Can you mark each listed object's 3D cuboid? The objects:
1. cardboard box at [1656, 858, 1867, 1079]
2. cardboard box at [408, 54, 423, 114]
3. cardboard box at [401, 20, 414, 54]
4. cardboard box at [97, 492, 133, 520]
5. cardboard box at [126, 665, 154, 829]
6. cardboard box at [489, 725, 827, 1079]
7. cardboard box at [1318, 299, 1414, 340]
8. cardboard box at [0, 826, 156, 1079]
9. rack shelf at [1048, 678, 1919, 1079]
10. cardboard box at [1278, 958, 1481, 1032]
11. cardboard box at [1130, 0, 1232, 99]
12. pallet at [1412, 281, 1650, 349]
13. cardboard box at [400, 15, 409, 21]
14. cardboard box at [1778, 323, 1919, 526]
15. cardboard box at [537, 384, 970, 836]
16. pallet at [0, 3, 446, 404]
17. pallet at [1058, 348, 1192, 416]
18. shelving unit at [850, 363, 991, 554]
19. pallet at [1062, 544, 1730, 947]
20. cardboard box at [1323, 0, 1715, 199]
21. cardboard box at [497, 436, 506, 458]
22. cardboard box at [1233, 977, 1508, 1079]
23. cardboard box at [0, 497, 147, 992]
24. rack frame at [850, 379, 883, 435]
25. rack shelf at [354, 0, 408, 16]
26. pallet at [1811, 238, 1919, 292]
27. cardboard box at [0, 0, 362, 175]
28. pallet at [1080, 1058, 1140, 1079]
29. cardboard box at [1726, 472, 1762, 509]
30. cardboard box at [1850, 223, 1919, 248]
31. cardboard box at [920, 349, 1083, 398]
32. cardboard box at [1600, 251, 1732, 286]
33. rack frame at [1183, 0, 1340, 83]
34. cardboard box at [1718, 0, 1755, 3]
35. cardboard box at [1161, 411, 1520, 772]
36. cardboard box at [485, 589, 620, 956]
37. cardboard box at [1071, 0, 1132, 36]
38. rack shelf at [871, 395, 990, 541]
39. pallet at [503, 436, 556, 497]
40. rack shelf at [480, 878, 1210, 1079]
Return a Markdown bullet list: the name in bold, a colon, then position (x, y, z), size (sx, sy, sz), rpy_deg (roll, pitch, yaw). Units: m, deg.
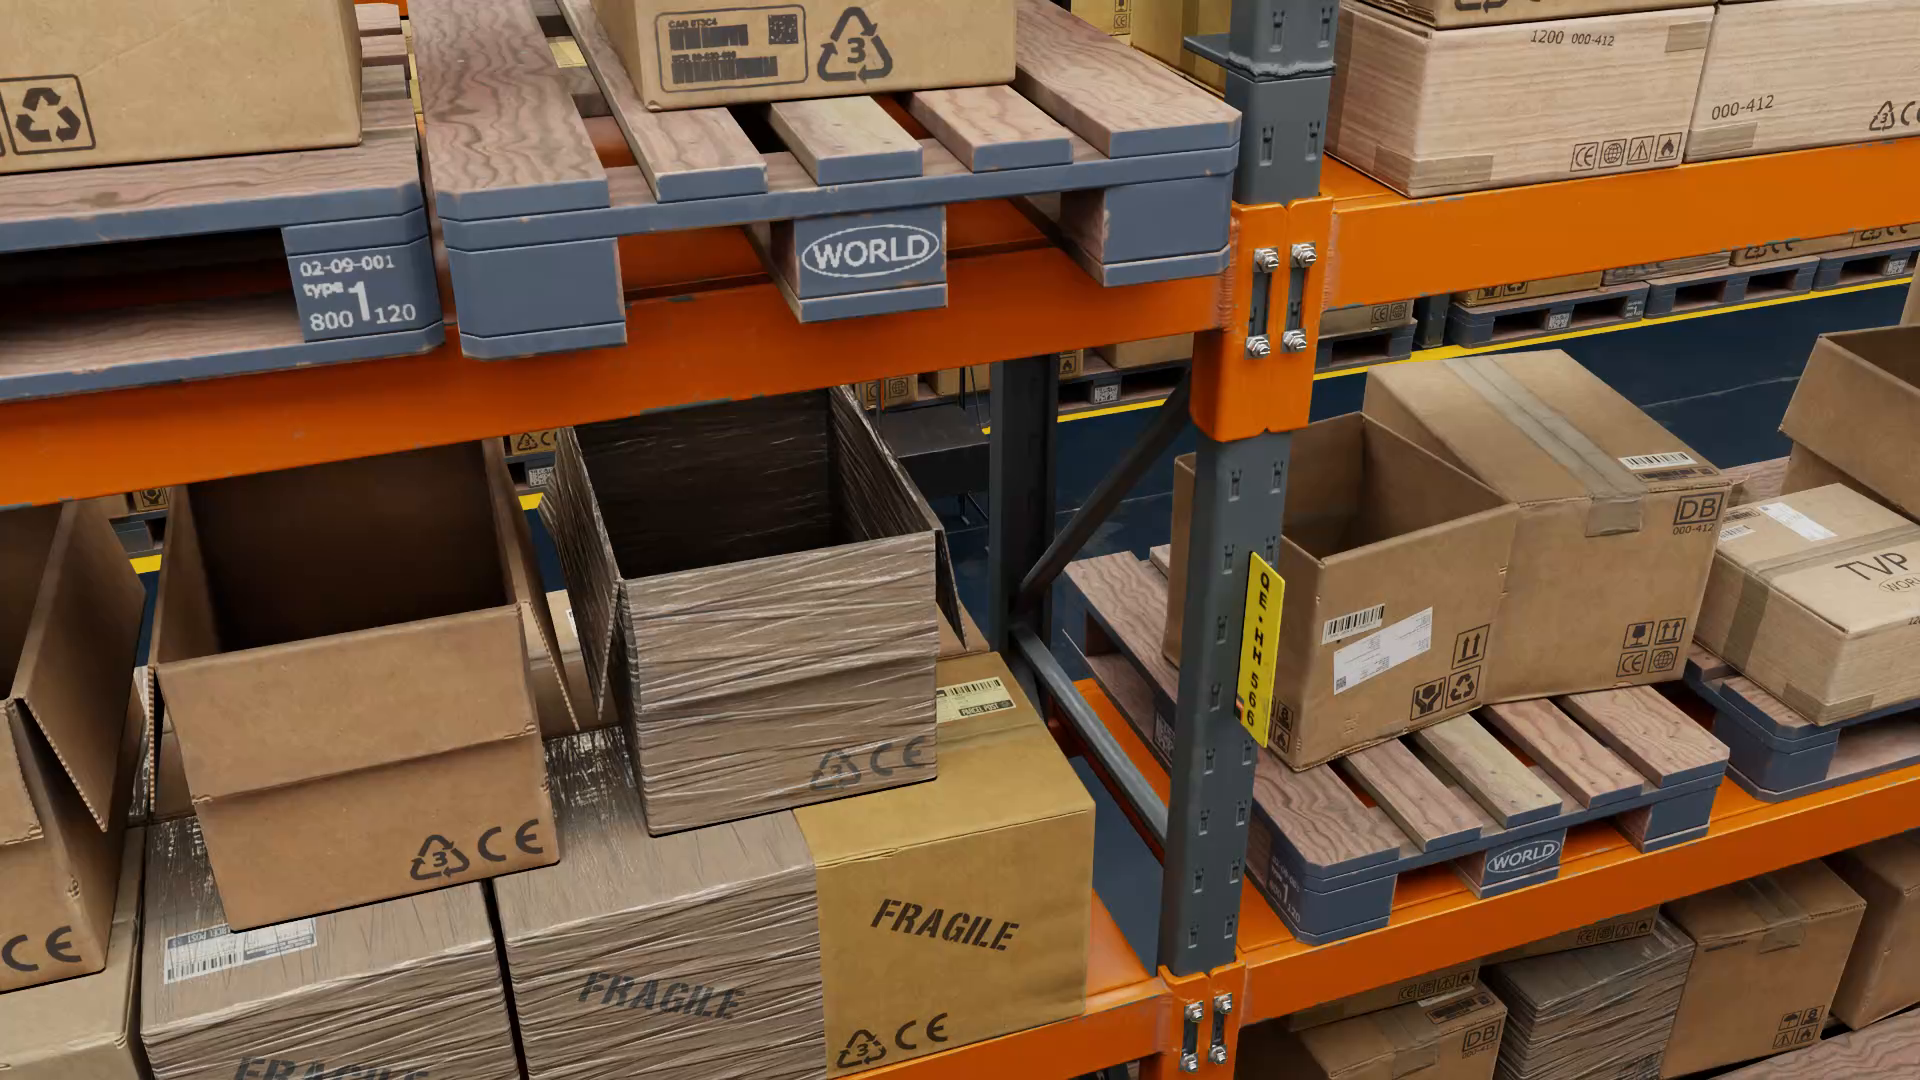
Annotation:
- **cardboard box**: position (1.959, 0.997, 4.551), size (0.500, 0.500, 0.700), rpy_deg (-8, 31, -13)
- **cardboard box**: position (-2.122, -1.836, 6.671), size (0.250, 0.149, 0.380), rpy_deg (-9, 31, -16)
- **cardboard box**: position (-2.324, -2.143, 7.210), size (0.250, 0.149, 0.380), rpy_deg (-11, 31, -18)
- **cardboard box**: position (-3.810, -0.392, 7.008), size (0.500, 0.500, 0.500), rpy_deg (-9, 31, -15)
- **cardboard box**: position (-1.687, 0.609, 3.050), size (0.500, 0.500, 0.500), rpy_deg (-10, 31, -17)
- **cardboard box**: position (-0.552, 0.670, 2.944), size (0.500, 0.500, 0.500), rpy_deg (-11, 31, -18)
- **cardboard box**: position (1.858, -1.636, 8.939), size (0.750, 0.750, 1.050), rpy_deg (-11, 31, -18)
- **cardboard box**: position (-1.514, 0.848, 2.630), size (0.500, 0.500, 0.500), rpy_deg (-10, 31, -17)
- **rack shelf**: position (2.168, 0.397, 4.250), size (4.000, 0.370, 1.077), rpy_deg (-10, 31, -18)
- **cardboard box**: position (0.911, 0.869, 4.018), size (0.500, 0.250, 0.500), rpy_deg (-9, 31, -16)
- **cardboard box**: position (0.654, -1.005, 3.104), size (0.500, 0.250, 0.500), rpy_deg (-10, 31, -18)
- **pallet**: position (3.148, -1.463, 9.605), size (1.213, 0.211, 1.003), rpy_deg (-10, 31, -18)
- **cardboard box**: position (-3.838, -3.347, 11.817), size (0.875, 0.875, 0.875), rpy_deg (-11, 31, -18)
- **cardboard box**: position (2.450, -0.146, 3.948), size (0.637, 0.503, 0.797), rpy_deg (-7, 30, -13)
- **cardboard box**: position (-0.397, 0.069, 2.985), size (0.637, 0.503, 0.797), rpy_deg (-9, 31, -16)
- **pallet**: position (-1.338, -0.462, 2.191), size (1.213, 0.211, 1.003), rpy_deg (-9, 31, -15)
- **pallet**: position (0.566, -0.987, 8.770), size (1.213, 0.211, 1.003), rpy_deg (-10, 31, -18)
- **shelving unit**: position (-0.155, -0.884, 6.680), size (0.503, 2.100, 0.431), rpy_deg (-10, 31, -18)
- **pallet**: position (0.925, 0.340, 3.816), size (1.003, 0.211, 1.213), rpy_deg (-10, 31, -18)
- **cardboard box**: position (0.823, -0.772, 2.696), size (0.500, 0.250, 0.500), rpy_deg (-10, 31, -17)
- **cardboard box**: position (-2.354, -0.663, 7.484), size (0.500, 0.500, 0.500), rpy_deg (-9, 31, -16)
- **cardboard box**: position (0.915, 1.199, 4.195), size (0.500, 0.500, 0.700), rpy_deg (-12, 32, -20)
- **cardboard box**: position (-1.635, 0.299, 2.581), size (0.637, 0.503, 0.797), rpy_deg (-9, 31, -16)
- **rack frame**: position (-0.384, -0.842, 6.606), size (0.015, 2.100, 0.400), rpy_deg (-10, 31, -18)
- **rack shelf**: position (-5.036, -3.511, 11.108), size (4.000, 0.370, 1.077), rpy_deg (-10, 31, -18)
- **pallet**: position (5.435, -1.884, 10.344), size (1.213, 0.211, 1.003), rpy_deg (-10, 31, -18)
- **cardboard box**: position (-1.031, -0.771, 2.018), size (0.500, 0.500, 0.500), rpy_deg (-9, 31, -15)
- **pallet**: position (1.027, 1.507, 4.392), size (1.213, 0.211, 1.003), rpy_deg (-10, 31, -18)
- **cardboard box**: position (1.763, -0.108, 4.120), size (0.258, 0.266, 0.396), rpy_deg (-11, 32, -19)
- **cardboard box**: position (5.544, -2.382, 10.122), size (0.875, 0.875, 0.875), rpy_deg (-10, 31, -17)
- **cardboard box**: position (0.079, -1.310, 8.368), size (0.750, 0.750, 1.050), rpy_deg (-10, 31, -17)
- **cardboard box**: position (3.865, -2.072, 9.579), size (0.875, 0.875, 0.875), rpy_deg (-10, 31, -17)
- **rack frame**: position (0.294, -2.177, 1.981), size (0.127, 3.000, 1.000), rpy_deg (-10, 31, -18)
- **cardboard box**: position (1.301, -1.182, 2.659), size (0.500, 0.500, 0.500), rpy_deg (-10, 31, -17)
- **cardboard box**: position (0.786, 0.092, 3.534), size (0.500, 0.500, 0.500), rpy_deg (-14, 33, -24)
- **cardboard box**: position (-0.739, 0.434, 3.357), size (0.500, 0.500, 0.500), rpy_deg (-11, 32, -19)
- **cardboard box**: position (0.516, -2.706, 7.858), size (0.500, 0.500, 0.700), rpy_deg (-11, 31, -18)
- **rack shelf**: position (-0.155, -0.264, 7.033), size (0.480, 0.518, 0.431), rpy_deg (-10, 31, -18)
- **pallet**: position (-2.074, -0.543, 7.990), size (1.213, 0.211, 1.003), rpy_deg (-10, 31, -18)
- **rack shelf**: position (-1.581, 1.087, 3.038), size (4.000, 0.370, 1.077), rpy_deg (-10, 31, -18)
